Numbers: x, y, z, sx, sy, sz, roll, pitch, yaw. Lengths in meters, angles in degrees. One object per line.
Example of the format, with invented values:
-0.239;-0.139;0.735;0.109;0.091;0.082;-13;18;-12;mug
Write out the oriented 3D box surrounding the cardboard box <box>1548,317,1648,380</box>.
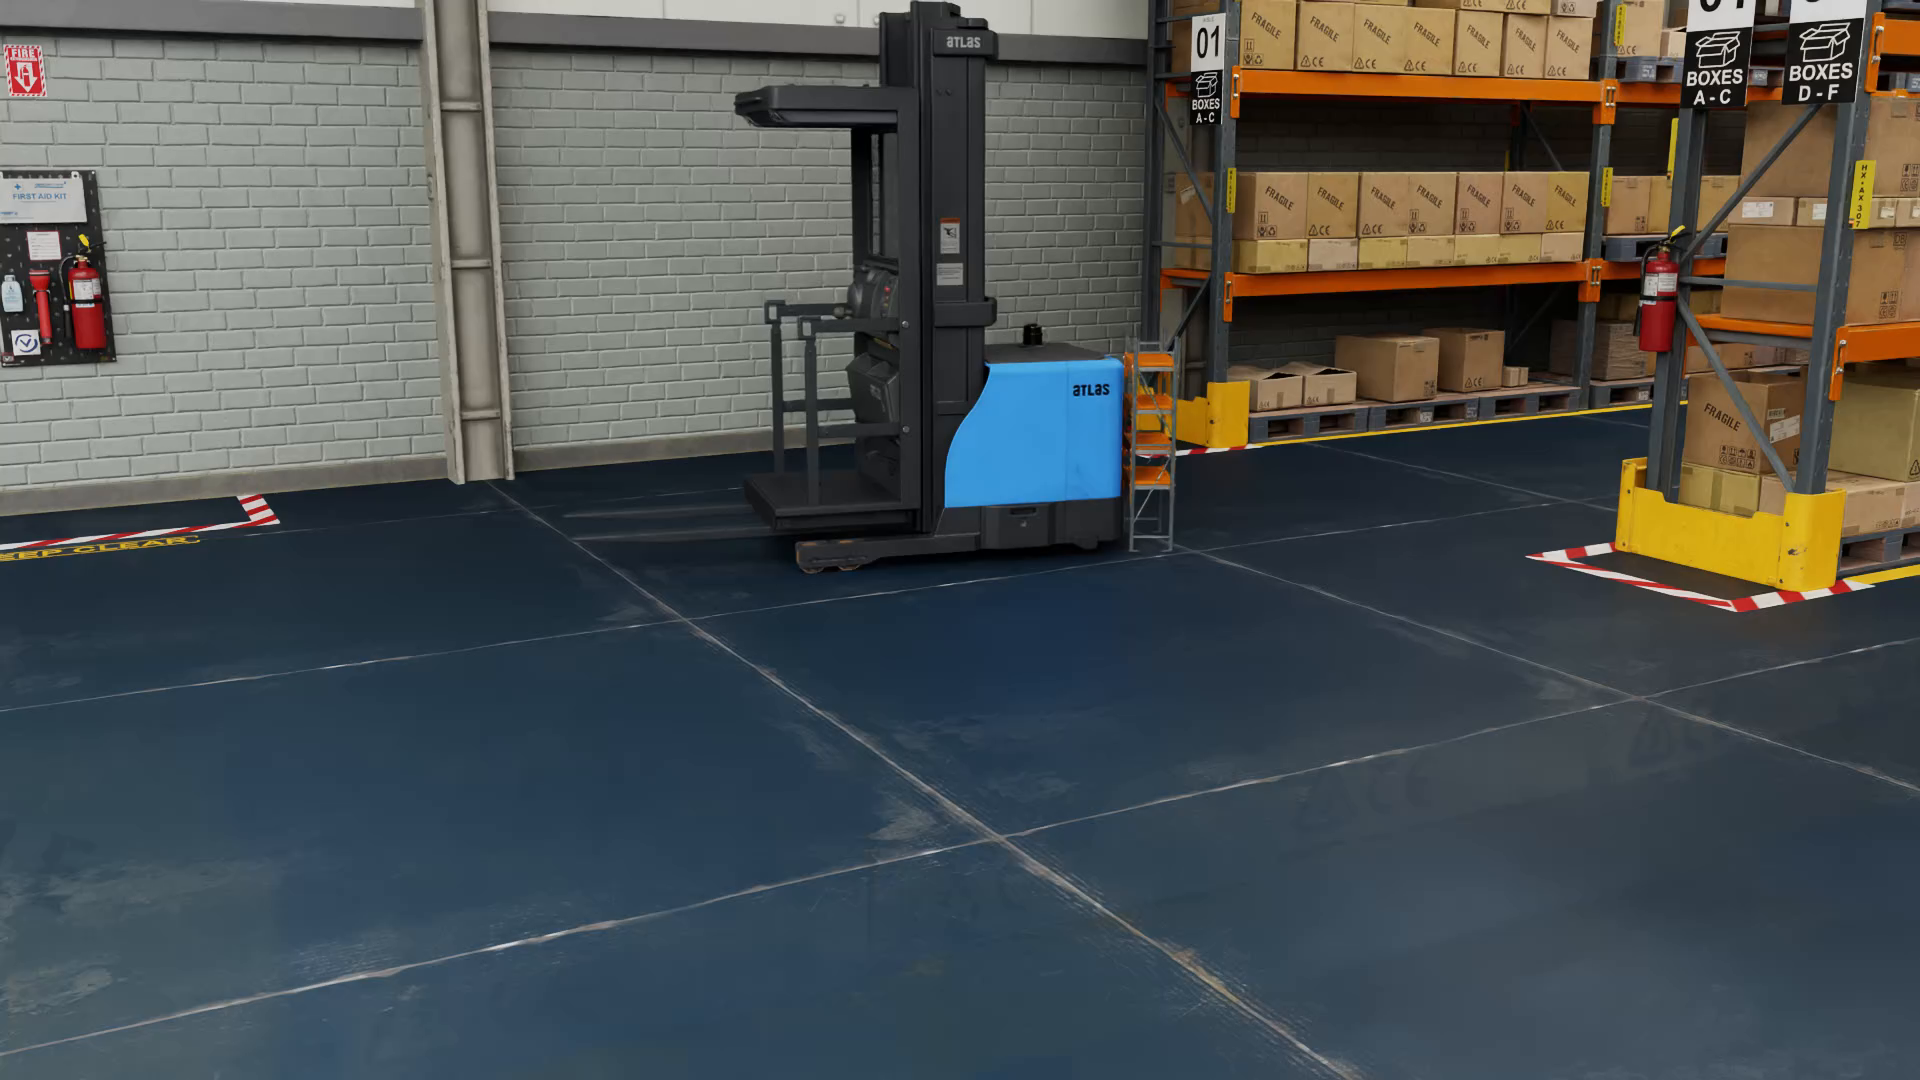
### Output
5.902;-1.778;15.369;0.500;0.500;0.700;-6;14;-26;cardboard box

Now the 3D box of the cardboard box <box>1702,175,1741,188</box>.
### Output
7.284;-3.200;15.766;0.500;0.500;0.700;-7;14;-28;cardboard box

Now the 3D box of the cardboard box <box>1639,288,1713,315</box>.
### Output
6.742;-2.246;15.742;0.500;0.250;0.500;-7;15;-29;cardboard box

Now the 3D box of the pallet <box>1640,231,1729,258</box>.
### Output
7.057;-2.813;15.715;1.213;0.211;1.003;-7;14;-28;pallet

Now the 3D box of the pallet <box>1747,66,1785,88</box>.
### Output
6.766;-4.228;15.161;1.003;0.211;1.213;-7;14;-28;pallet

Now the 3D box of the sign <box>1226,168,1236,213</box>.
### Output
2.013;-2.599;12.355;0.005;0.325;0.100;-7;14;-28;sign

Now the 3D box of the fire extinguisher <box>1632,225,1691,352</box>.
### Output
3.803;-1.367;9.026;0.183;0.674;0.296;-7;14;-28;fire extinguisher

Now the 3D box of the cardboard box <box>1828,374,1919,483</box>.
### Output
5.145;-0.623;9.144;0.500;0.500;0.500;-7;14;-28;cardboard box

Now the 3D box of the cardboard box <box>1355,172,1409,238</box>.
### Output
3.211;-2.679;13.271;0.500;0.500;0.500;-7;15;-30;cardboard box

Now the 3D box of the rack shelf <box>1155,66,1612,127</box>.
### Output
3.508;-3.604;13.600;4.000;0.370;1.077;-7;14;-28;rack shelf

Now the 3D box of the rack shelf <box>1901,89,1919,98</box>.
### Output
10.530;-4.446;17.339;4.000;0.370;1.077;-7;14;-28;rack shelf

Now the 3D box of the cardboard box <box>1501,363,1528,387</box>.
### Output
4.809;-1.473;14.772;0.250;0.166;0.380;-9;16;-35;cardboard box

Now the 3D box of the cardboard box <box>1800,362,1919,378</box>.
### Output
5.329;-0.778;9.834;0.500;0.500;0.500;-7;14;-28;cardboard box

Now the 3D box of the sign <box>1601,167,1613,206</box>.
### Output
5.531;-3.021;14.229;0.005;0.325;0.100;-7;14;-28;sign

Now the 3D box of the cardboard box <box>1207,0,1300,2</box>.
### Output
2.207;-4.285;12.435;0.500;0.500;0.500;-8;15;-32;cardboard box

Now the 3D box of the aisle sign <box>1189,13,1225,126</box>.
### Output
1.833;-3.484;12.339;0.004;0.787;0.394;-7;14;-28;aisle sign

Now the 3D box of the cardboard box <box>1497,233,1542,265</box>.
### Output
4.552;-2.480;14.092;0.500;0.250;0.500;-7;14;-28;cardboard box

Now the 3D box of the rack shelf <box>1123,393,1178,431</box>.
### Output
1.070;-0.728;9.397;0.258;0.148;0.480;0;13;0;rack shelf

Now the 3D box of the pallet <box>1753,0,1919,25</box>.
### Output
4.763;-2.817;8.663;1.213;0.211;1.003;-7;14;-28;pallet

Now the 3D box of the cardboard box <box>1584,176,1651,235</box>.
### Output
5.727;-3.013;14.934;0.500;0.500;0.700;-7;14;-28;cardboard box

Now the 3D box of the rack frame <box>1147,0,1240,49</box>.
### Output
1.753;-5.208;12.256;0.127;3.000;1.000;-7;14;-28;rack frame

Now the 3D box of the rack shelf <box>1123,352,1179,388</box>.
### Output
1.070;-0.959;9.346;0.258;0.148;0.480;0;13;0;rack shelf

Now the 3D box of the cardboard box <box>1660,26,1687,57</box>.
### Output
6.323;-4.434;14.894;0.500;0.311;0.500;-6;14;-26;cardboard box

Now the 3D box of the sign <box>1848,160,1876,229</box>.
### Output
4.390;-1.681;8.093;0.005;0.325;0.100;-7;14;-28;sign

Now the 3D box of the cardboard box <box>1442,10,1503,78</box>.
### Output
4.021;-4.007;13.478;0.500;0.500;0.500;-7;15;-30;cardboard box

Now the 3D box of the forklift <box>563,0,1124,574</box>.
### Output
-0.659;-1.379;9.063;3.031;2.935;1.130;-4;13;-16;forklift

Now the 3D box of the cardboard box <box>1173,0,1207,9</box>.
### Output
2.006;-4.387;12.888;0.500;0.500;0.500;-6;14;-25;cardboard box

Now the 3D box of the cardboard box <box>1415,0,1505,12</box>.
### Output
4.025;-4.490;13.348;0.500;0.500;0.500;-7;15;-30;cardboard box

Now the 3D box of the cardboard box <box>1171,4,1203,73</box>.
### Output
1.998;-3.896;12.984;0.500;0.500;0.500;-6;14;-24;cardboard box

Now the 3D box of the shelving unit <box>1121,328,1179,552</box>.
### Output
1.069;-0.575;9.432;0.258;1.200;0.503;0;13;0;shelving unit

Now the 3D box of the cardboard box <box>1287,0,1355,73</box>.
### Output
2.655;-3.840;12.735;0.500;0.500;0.500;-6;14;-24;cardboard box

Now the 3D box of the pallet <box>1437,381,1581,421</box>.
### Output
4.691;-1.264;14.747;1.213;0.211;1.003;-7;14;-28;pallet

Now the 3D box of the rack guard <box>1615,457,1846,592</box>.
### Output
4.109;-0.105;8.938;0.348;0.500;1.175;-7;14;-28;rack guard

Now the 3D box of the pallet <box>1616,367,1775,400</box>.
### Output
7.019;-1.553;16.030;1.213;0.211;1.003;-7;14;-28;pallet

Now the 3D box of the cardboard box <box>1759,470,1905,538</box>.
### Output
4.707;-0.204;8.991;0.500;0.250;0.500;-7;14;-28;cardboard box

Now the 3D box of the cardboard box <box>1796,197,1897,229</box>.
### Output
4.577;-1.692;8.592;0.250;0.149;0.380;-7;14;-28;cardboard box

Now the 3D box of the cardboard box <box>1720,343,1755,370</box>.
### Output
7.237;-1.943;16.102;0.500;0.500;0.700;-7;14;-28;cardboard box

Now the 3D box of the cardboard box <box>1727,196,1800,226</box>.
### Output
4.374;-1.769;8.934;0.250;0.149;0.380;-7;15;-29;cardboard box

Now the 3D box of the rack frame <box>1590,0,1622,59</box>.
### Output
5.264;-5.629;14.126;0.127;3.000;1.000;-7;14;-28;rack frame

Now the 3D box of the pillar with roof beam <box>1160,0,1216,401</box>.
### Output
4.016;-4.619;9.638;0.400;9.000;9.100;-7;14;-28;pillar with roof beam

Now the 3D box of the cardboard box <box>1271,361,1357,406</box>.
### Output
2.904;-1.300;13.675;0.500;0.311;0.500;-6;14;-23;cardboard box

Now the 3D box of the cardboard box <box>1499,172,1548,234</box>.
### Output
4.562;-2.842;13.993;0.500;0.500;0.500;-7;14;-28;cardboard box

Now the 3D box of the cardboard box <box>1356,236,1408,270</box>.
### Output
3.232;-2.318;13.373;0.500;0.250;0.500;-7;15;-29;cardboard box
